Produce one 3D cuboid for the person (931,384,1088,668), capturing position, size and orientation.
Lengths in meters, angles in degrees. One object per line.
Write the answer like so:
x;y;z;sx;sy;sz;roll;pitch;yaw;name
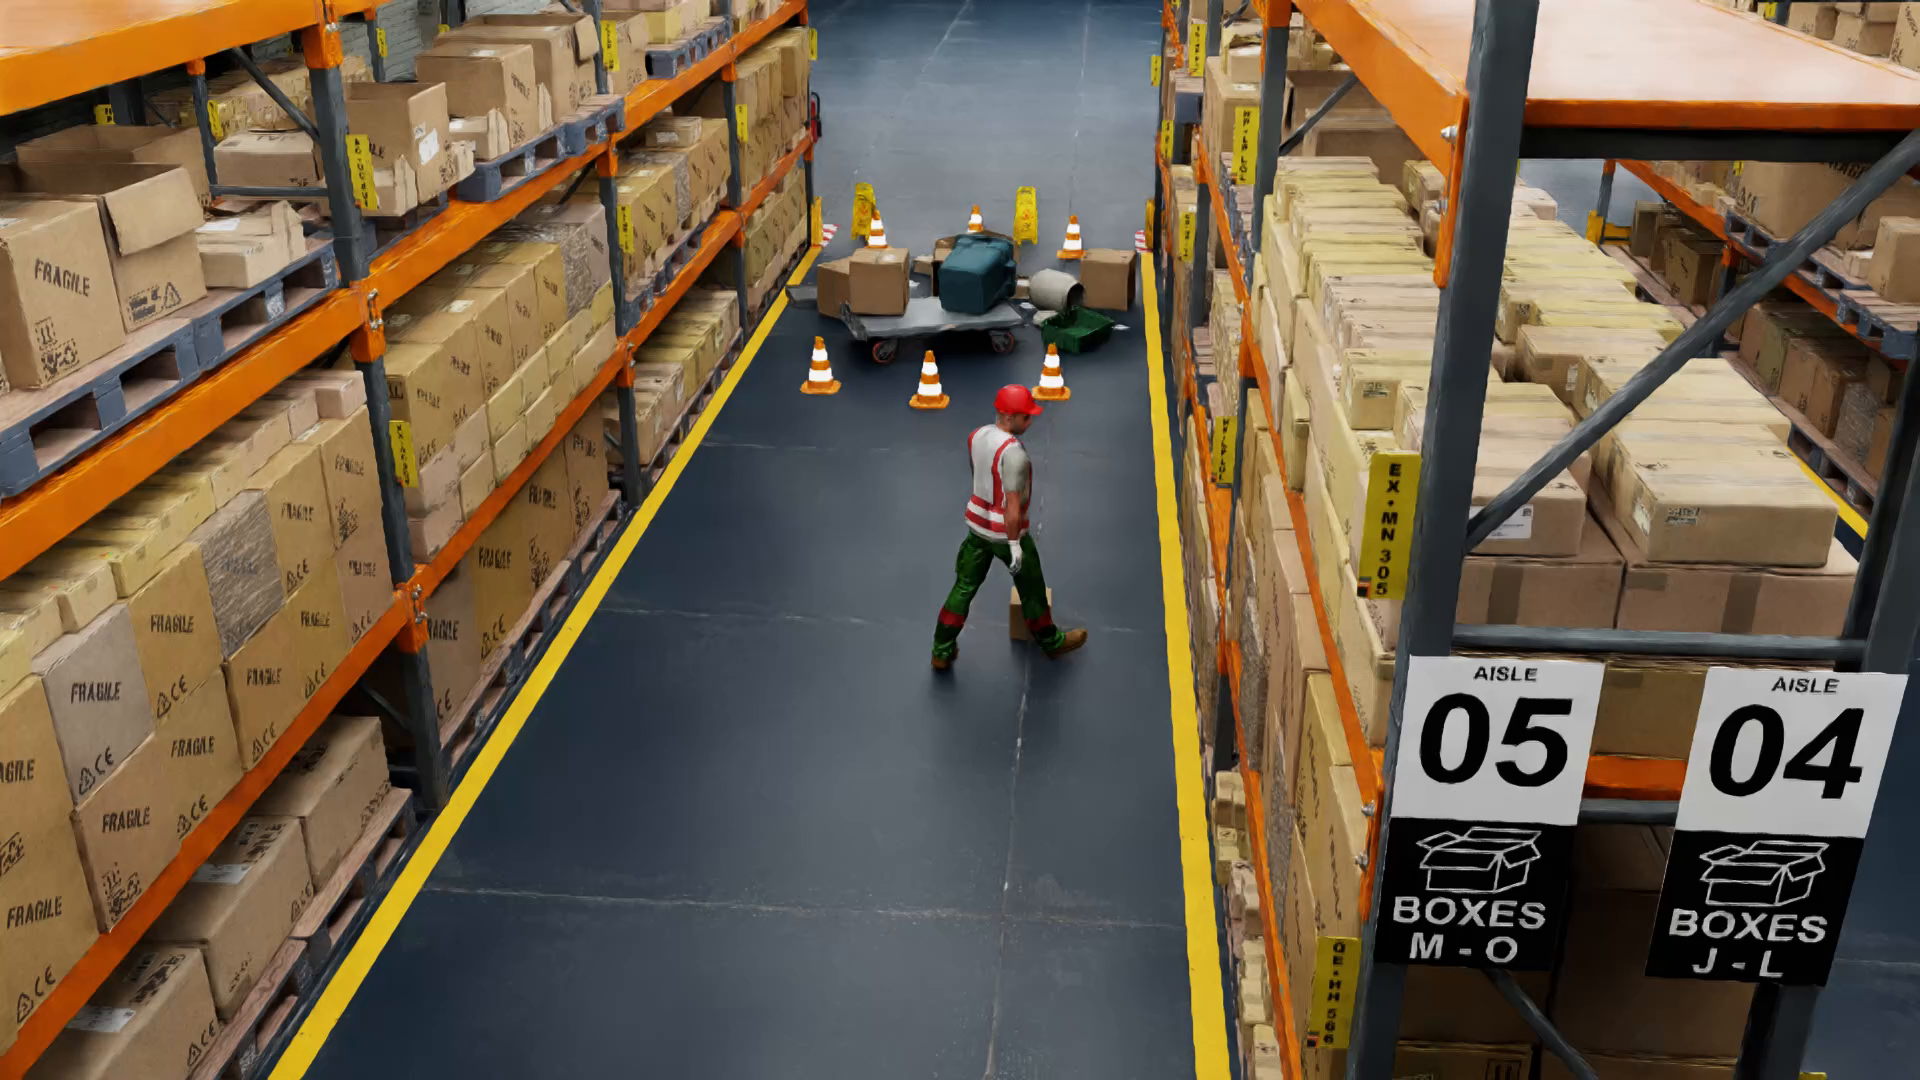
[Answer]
0.279;-0.083;9.770;0.900;1.753;0.627;-18;30;-34;person
